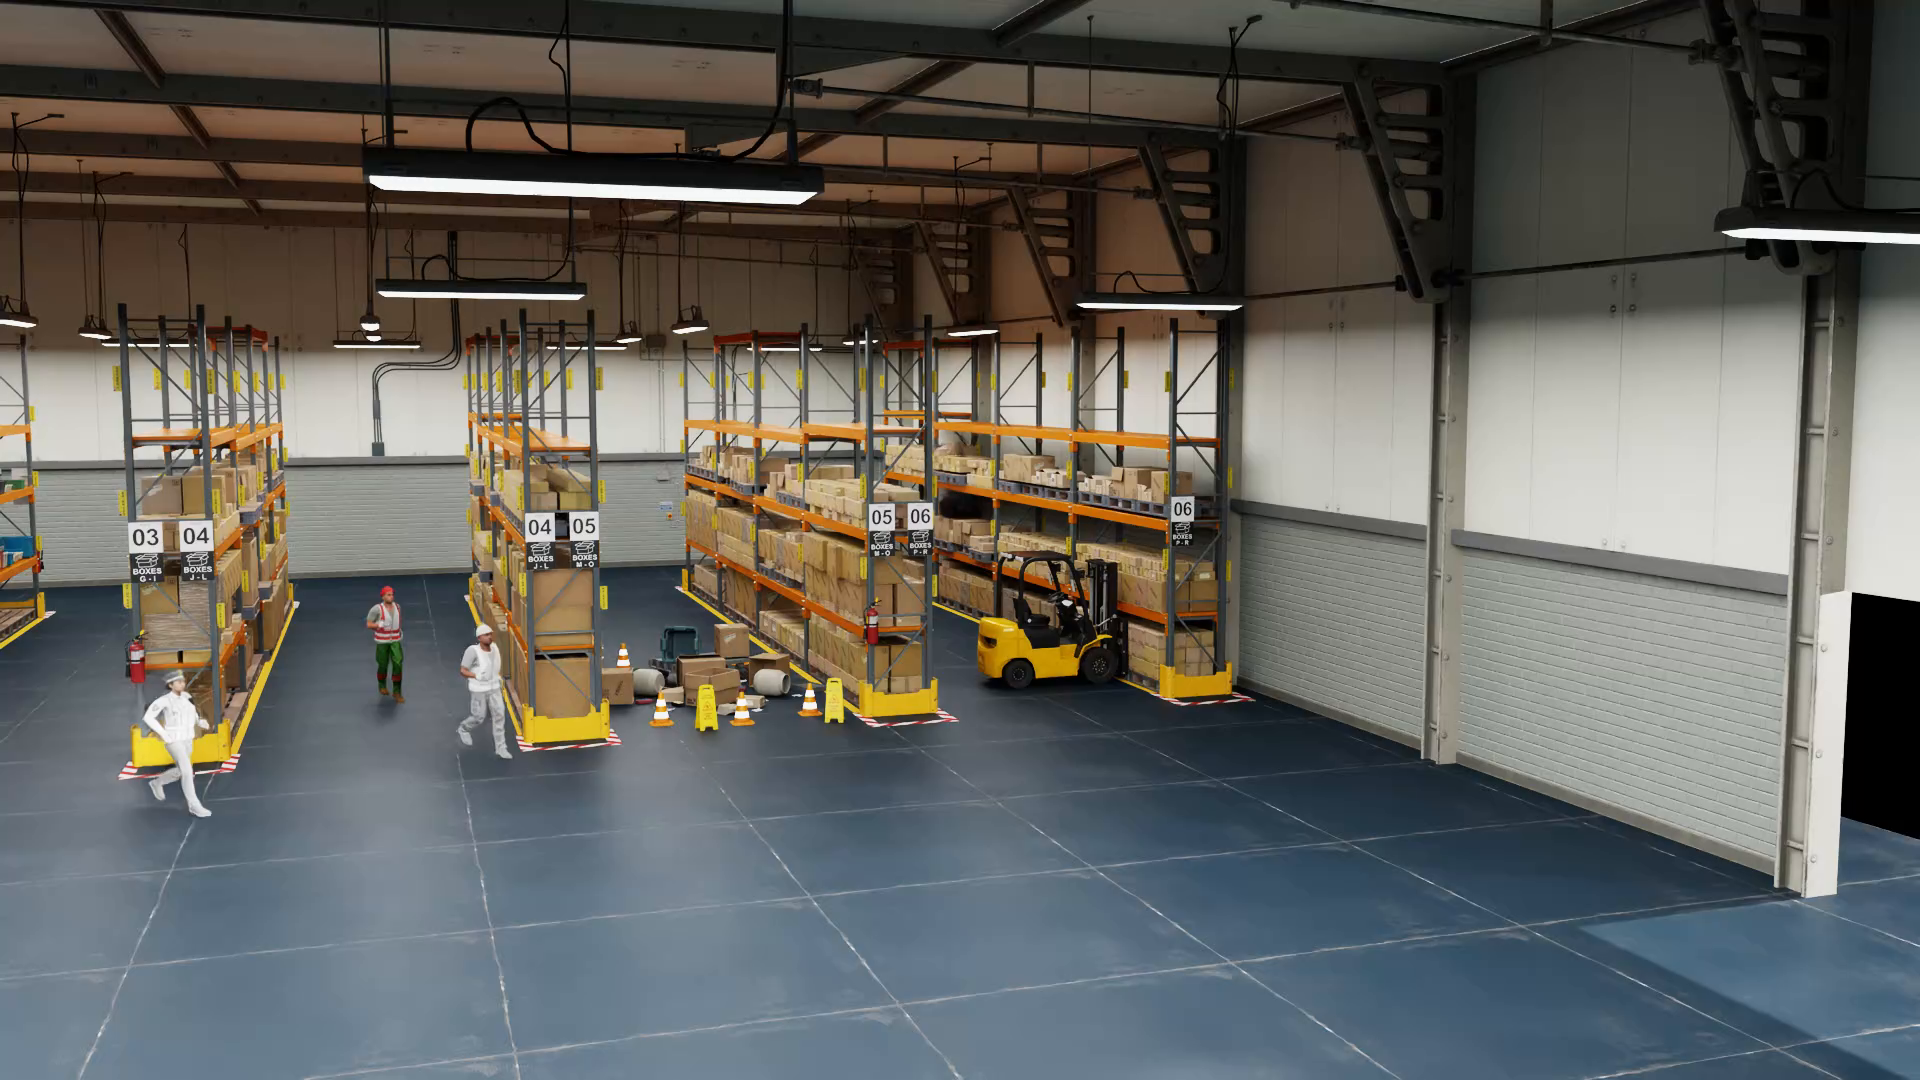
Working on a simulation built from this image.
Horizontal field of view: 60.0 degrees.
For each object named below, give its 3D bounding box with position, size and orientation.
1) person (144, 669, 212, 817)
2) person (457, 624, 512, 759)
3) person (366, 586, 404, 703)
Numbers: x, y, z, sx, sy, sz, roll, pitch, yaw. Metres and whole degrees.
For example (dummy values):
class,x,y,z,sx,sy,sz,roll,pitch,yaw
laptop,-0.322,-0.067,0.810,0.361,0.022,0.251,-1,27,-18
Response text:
class,x,y,z,sx,sy,sz,roll,pitch,yaw
person,-9.087,2.342,19.297,0.870,1.702,0.618,2,6,17
person,-6.349,2.002,22.247,0.982,1.763,0.697,4,7,37
person,-9.032,1.643,26.162,0.616,1.851,0.792,-4,7,-38
